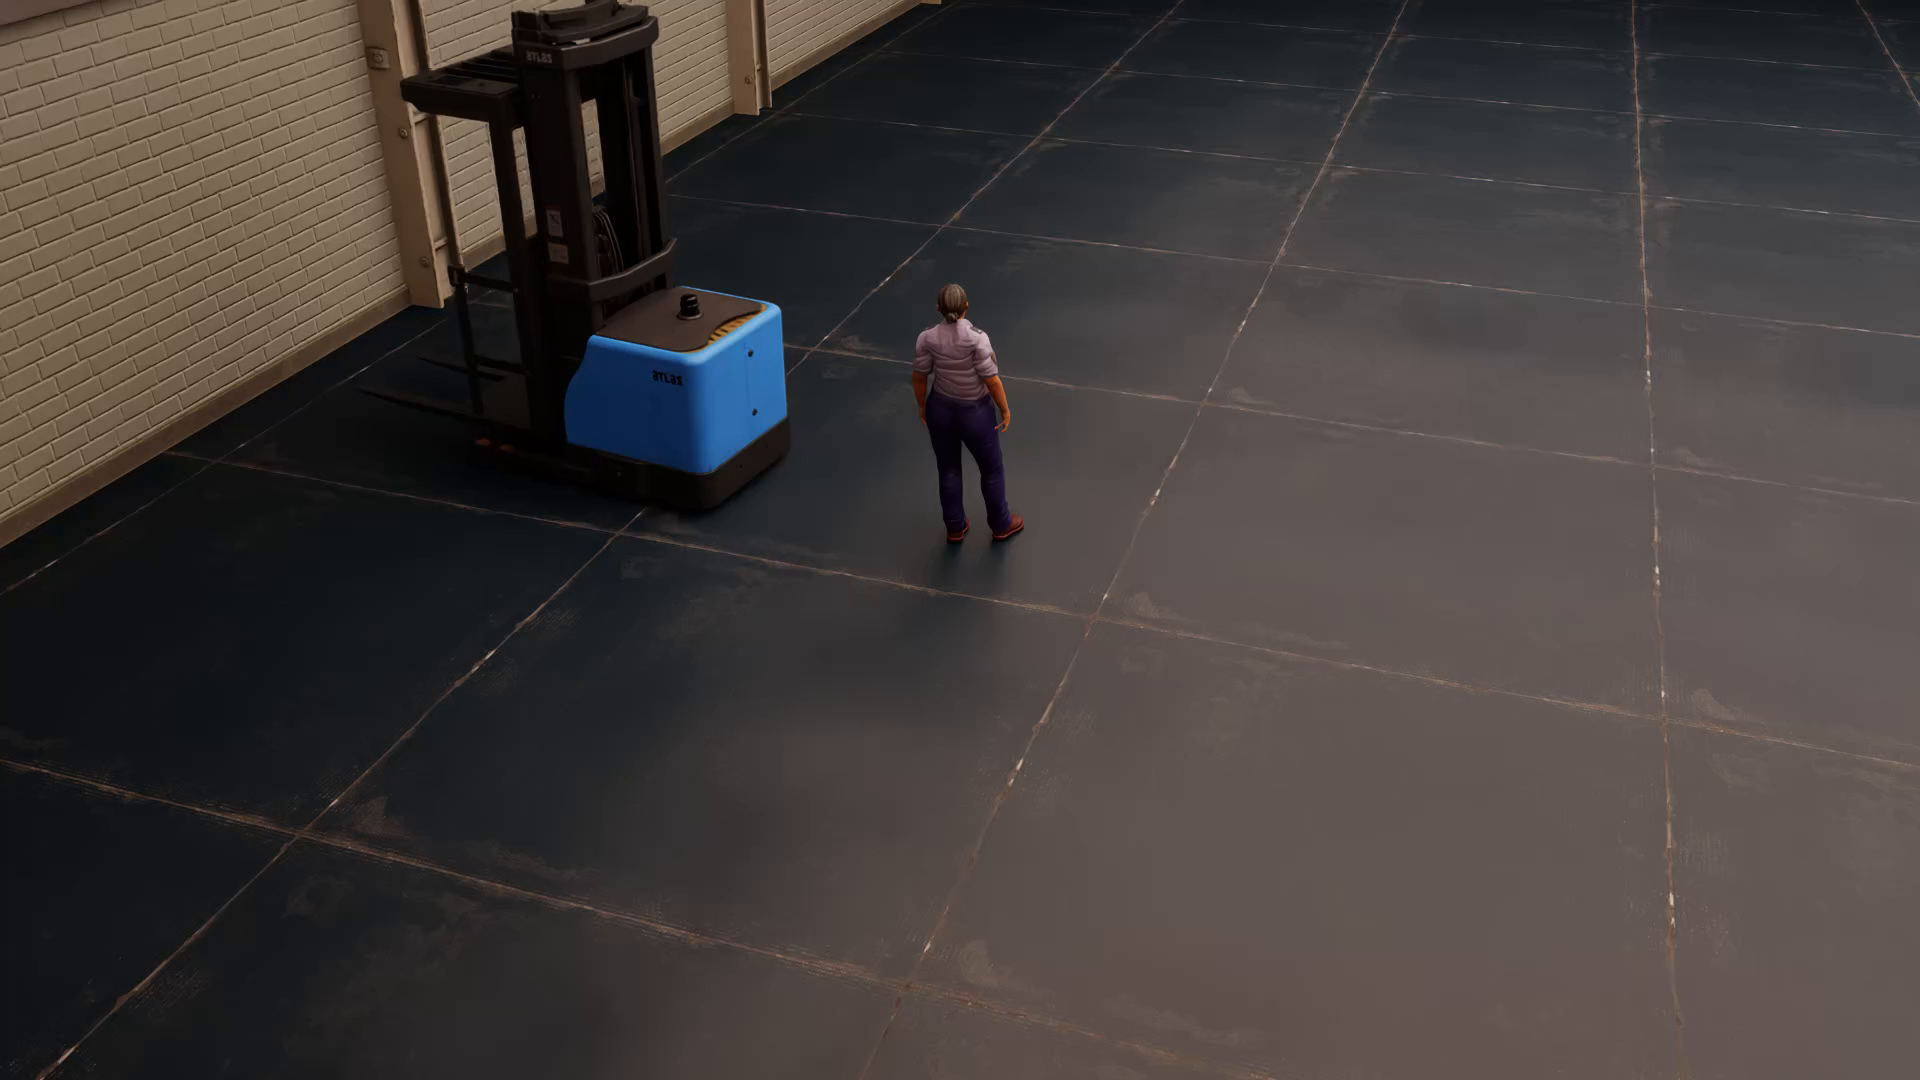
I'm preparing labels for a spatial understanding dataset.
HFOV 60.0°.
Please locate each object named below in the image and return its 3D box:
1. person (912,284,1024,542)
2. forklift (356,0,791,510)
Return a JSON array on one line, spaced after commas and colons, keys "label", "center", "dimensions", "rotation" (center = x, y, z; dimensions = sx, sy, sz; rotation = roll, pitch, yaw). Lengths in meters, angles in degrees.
[{"label": "person", "center": [0.051, -0.760, 9.752], "dimensions": [0.598, 1.651, 0.502], "rotation": [10, 31, 16]}, {"label": "forklift", "center": [-2.674, -1.950, 10.558], "dimensions": [3.031, 2.935, 1.130], "rotation": [14, 32, 23]}]
